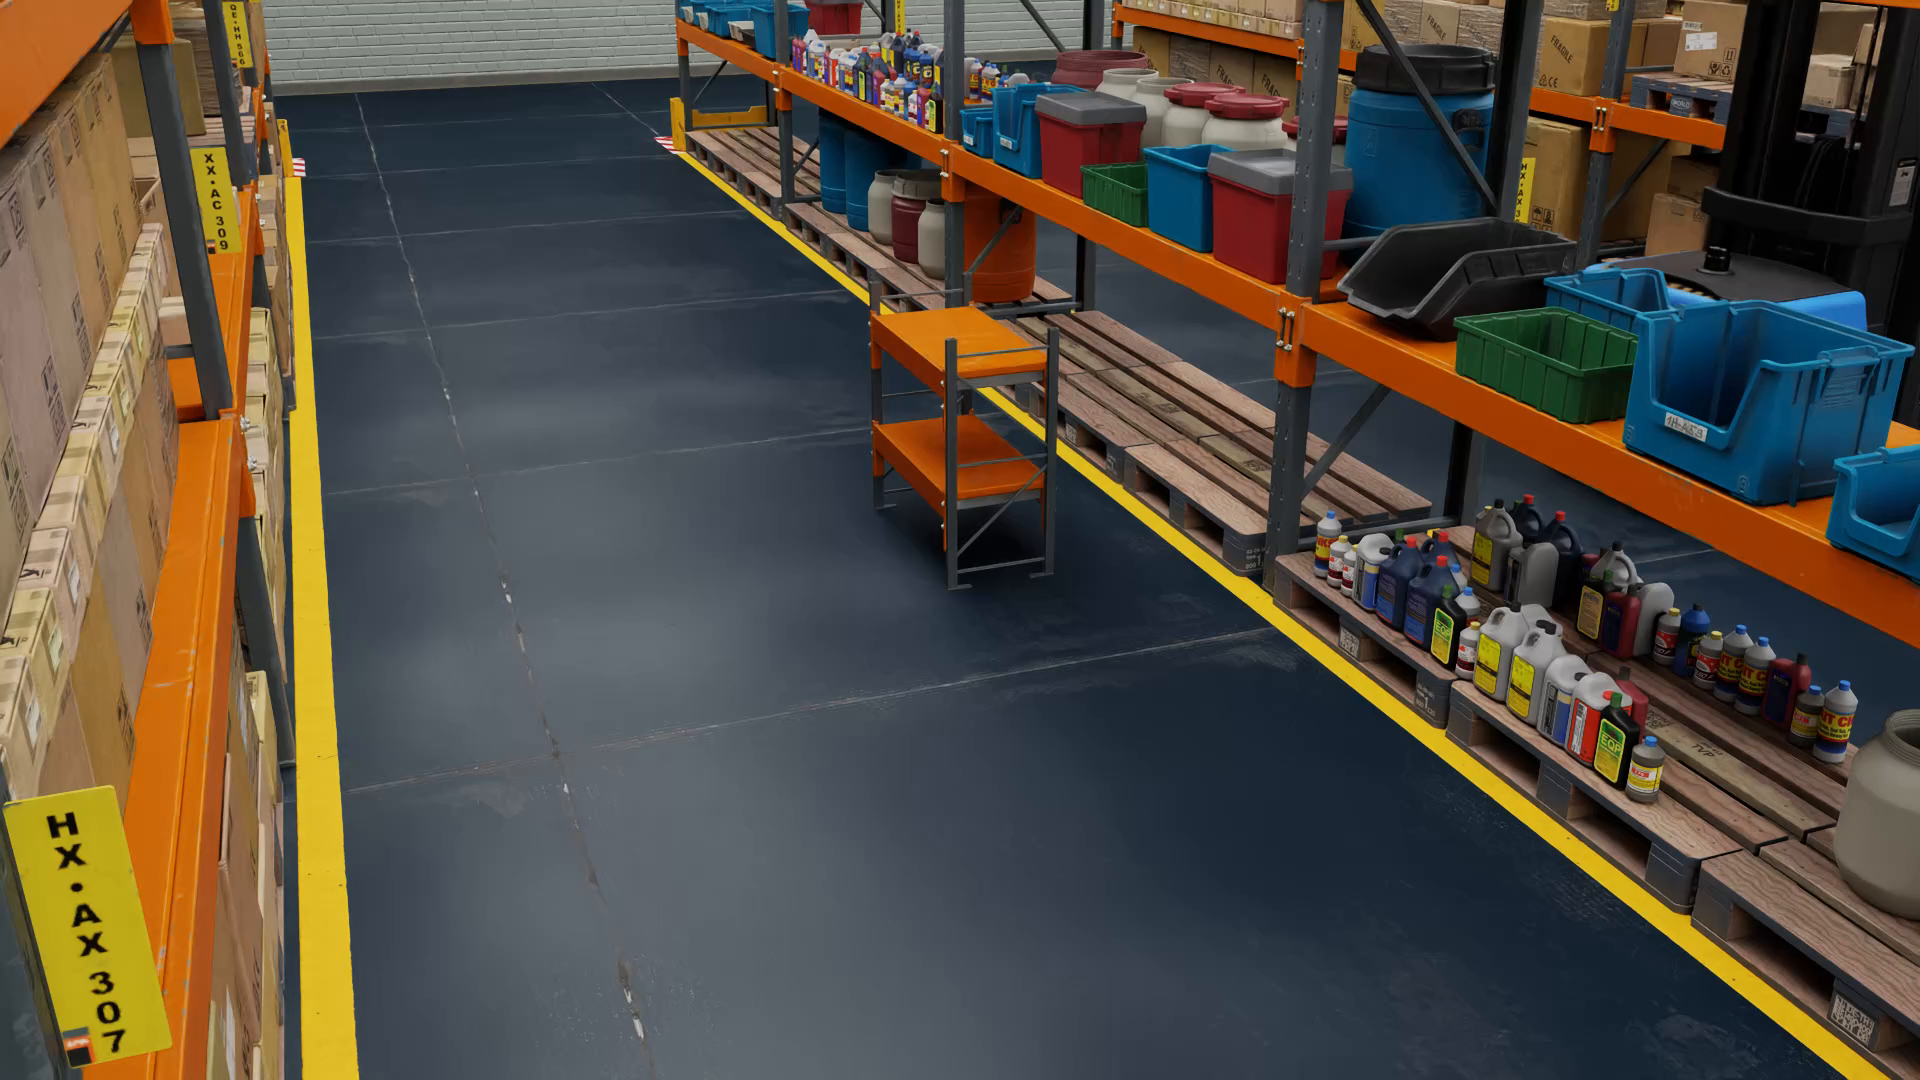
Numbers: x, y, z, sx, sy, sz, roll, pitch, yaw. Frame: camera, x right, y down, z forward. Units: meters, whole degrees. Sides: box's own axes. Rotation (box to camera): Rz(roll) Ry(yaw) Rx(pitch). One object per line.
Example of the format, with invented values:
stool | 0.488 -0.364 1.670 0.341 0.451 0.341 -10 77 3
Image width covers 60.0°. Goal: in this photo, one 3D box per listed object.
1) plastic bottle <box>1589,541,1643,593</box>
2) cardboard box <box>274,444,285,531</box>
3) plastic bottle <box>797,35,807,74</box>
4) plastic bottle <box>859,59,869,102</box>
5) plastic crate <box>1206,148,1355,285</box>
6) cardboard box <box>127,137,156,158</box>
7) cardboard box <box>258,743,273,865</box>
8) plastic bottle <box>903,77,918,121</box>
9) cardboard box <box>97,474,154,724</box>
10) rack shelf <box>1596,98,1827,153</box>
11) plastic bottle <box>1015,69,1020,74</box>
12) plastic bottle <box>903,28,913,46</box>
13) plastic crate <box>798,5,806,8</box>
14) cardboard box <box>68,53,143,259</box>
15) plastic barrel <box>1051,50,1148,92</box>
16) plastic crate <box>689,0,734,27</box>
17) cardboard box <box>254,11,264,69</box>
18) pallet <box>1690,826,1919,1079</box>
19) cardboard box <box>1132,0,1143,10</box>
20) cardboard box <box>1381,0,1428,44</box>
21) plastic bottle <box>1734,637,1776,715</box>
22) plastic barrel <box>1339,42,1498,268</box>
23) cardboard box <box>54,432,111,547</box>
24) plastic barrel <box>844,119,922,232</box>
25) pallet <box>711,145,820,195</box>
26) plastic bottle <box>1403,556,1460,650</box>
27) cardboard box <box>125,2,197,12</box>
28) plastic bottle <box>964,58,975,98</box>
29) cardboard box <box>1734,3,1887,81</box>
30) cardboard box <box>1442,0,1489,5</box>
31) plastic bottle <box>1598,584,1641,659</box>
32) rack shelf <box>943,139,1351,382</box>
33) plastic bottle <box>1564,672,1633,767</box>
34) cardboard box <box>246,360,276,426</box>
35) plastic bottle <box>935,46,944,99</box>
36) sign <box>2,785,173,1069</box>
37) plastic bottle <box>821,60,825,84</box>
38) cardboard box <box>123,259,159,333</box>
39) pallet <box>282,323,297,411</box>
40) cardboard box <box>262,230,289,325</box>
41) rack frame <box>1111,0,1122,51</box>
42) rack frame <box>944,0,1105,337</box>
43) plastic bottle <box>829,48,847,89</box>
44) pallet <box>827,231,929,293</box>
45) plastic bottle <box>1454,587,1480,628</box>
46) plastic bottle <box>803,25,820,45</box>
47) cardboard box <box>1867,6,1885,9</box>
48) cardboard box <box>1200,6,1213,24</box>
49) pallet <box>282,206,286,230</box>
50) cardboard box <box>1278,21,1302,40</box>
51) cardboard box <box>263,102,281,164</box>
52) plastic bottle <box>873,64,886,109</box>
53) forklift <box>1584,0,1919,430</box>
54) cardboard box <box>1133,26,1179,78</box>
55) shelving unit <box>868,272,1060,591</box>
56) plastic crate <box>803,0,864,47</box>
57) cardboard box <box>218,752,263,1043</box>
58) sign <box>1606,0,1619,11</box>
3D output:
plastic bottle | 2.484 0.180 6.305 0.144 0.351 0.185 -8 24 -19
cardboard box | -3.285 -0.207 7.378 0.500 0.250 0.500 -8 24 -18
plastic bottle | -1.244 -3.832 13.130 0.061 0.283 0.133 -8 24 -19
plastic bottle | -0.667 -3.238 11.721 0.061 0.283 0.133 -8 24 -19
plastic crate | 1.347 -1.383 7.086 0.402 0.464 0.583 -8 24 -19
cardboard box | -3.636 -1.433 7.159 0.500 0.500 0.500 -10 25 -22
cardboard box | -2.295 0.854 4.861 0.500 0.250 0.500 -8 24 -19
plastic bottle | -0.324 -2.901 10.936 0.097 0.271 0.097 0 23 0
cardboard box | -2.120 0.133 3.444 0.700 0.500 0.500 -8 24 -17
rack shelf | 5.732 -2.294 10.257 1.077 0.370 4.000 -8 24 -19
plastic bottle | 0.373 -3.044 11.259 0.061 0.283 0.133 -8 24 -19
plastic bottle | -0.391 -3.814 13.001 0.144 0.351 0.185 -8 24 -19
plastic crate | -1.388 -4.679 15.065 0.437 0.282 0.530 -8 24 -19
cardboard box | -2.668 -1.025 4.520 0.700 0.500 0.500 -8 24 -19
plastic barrel | 0.839 -2.608 9.901 0.600 0.536 0.708 -8 24 -19
plastic crate | -2.423 -5.156 16.259 0.416 0.233 0.300 -8 24 -19
cardboard box | -5.766 -3.902 13.017 0.500 0.500 0.500 -8 24 -18
pallet | 2.865 1.202 4.627 1.003 0.211 1.213 -8 24 -19
cardboard box | 2.108 -5.876 18.153 0.380 0.149 0.250 -9 24 -20
cardboard box | 3.896 -4.286 13.928 0.500 0.500 0.500 -9 24 -20
plastic bottle | 2.748 0.462 5.737 0.097 0.271 0.097 0 23 0
plastic barrel | 1.952 -1.632 7.115 0.600 0.901 0.708 -8 24 -19
cardboard box | -1.812 -0.072 3.096 0.380 0.149 0.250 -9 24 -20
plastic barrel | -0.595 -2.895 12.919 0.600 0.901 0.708 -8 24 -19
pallet | -1.752 -3.547 15.894 1.003 0.211 1.213 -8 24 -19
plastic bottle | 1.768 0.217 6.216 0.144 0.351 0.185 -9 25 -21
cardboard box | -5.396 -3.244 10.914 0.700 0.500 0.500 -5 23 -11
plastic bottle | 0.051 -3.321 11.927 0.152 0.276 0.135 -8 24 -19
cardboard box | 5.544 -3.212 10.839 0.700 0.500 0.500 -5 23 -11
cardboard box | 4.311 -4.608 13.402 0.797 0.503 0.637 -8 24 -17
plastic bottle | 2.438 0.286 6.141 0.061 0.283 0.133 -8 24 -19
rack shelf | 1.098 -1.615 8.645 1.077 0.370 4.000 -8 24 -19
plastic bottle | 2.096 0.584 5.443 0.152 0.276 0.135 -8 24 -19
cardboard box | -3.463 -0.651 7.710 0.500 0.311 0.500 -9 24 -19
plastic bottle | -0.096 -3.344 11.886 0.144 0.351 0.185 -8 24 -19
sign | -0.896 0.403 1.715 0.100 0.325 0.005 -8 24 -19
plastic bottle | -1.001 -3.565 12.601 0.097 0.201 0.097 0 23 0
cardboard box | -2.354 -0.632 4.423 0.380 0.149 0.250 -9 25 -21
pallet | -4.472 -0.986 9.818 1.003 0.211 1.213 -8 24 -19
cardboard box | -4.500 -1.622 10.389 0.500 0.500 0.500 -9 24 -20
rack frame | 2.199 -6.259 18.738 1.000 3.000 0.127 -8 24 -19
rack frame | 0.392 -2.673 10.229 1.000 3.000 0.127 -8 24 -19
plastic bottle | -0.887 -3.512 12.380 0.152 0.276 0.135 -8 24 -19
pallet | -0.353 -2.111 12.487 1.003 0.211 1.213 -8 24 -19
plastic bottle | 1.855 0.302 6.117 0.097 0.271 0.097 0 23 0
plastic bottle | -1.186 -3.916 13.243 0.144 0.351 0.185 -8 24 -19
cardboard box | 8.463 -4.847 15.171 0.380 0.149 0.250 -9 24 -20
cardboard box | 2.655 -5.315 16.822 0.380 0.149 0.250 -8 24 -18
pallet | -5.898 -2.412 13.202 1.003 0.211 1.213 -8 24 -19
cardboard box | 3.198 -4.756 15.495 0.380 0.149 0.250 -8 24 -19
cardboard box | -6.647 -3.788 15.528 0.500 0.500 0.500 -8 24 -19
plastic bottle | -0.554 -3.123 11.447 0.061 0.283 0.133 -8 24 -19
forklift | 4.602 -1.809 8.268 3.031 2.935 1.130 -11 25 -25
cardboard box | 2.500 -5.252 18.544 0.875 0.875 0.875 -8 24 -19
shelving unit | -0.002 -0.521 7.537 0.538 1.125 1.048 -8 24 -19
plastic crate | -1.102 -4.542 14.505 0.402 0.464 0.583 -8 24 -19
cardboard box | -1.926 0.870 3.859 0.500 0.500 0.500 -8 24 -19
sign | 4.507 -3.809 11.433 0.100 0.325 0.005 -8 24 -19
